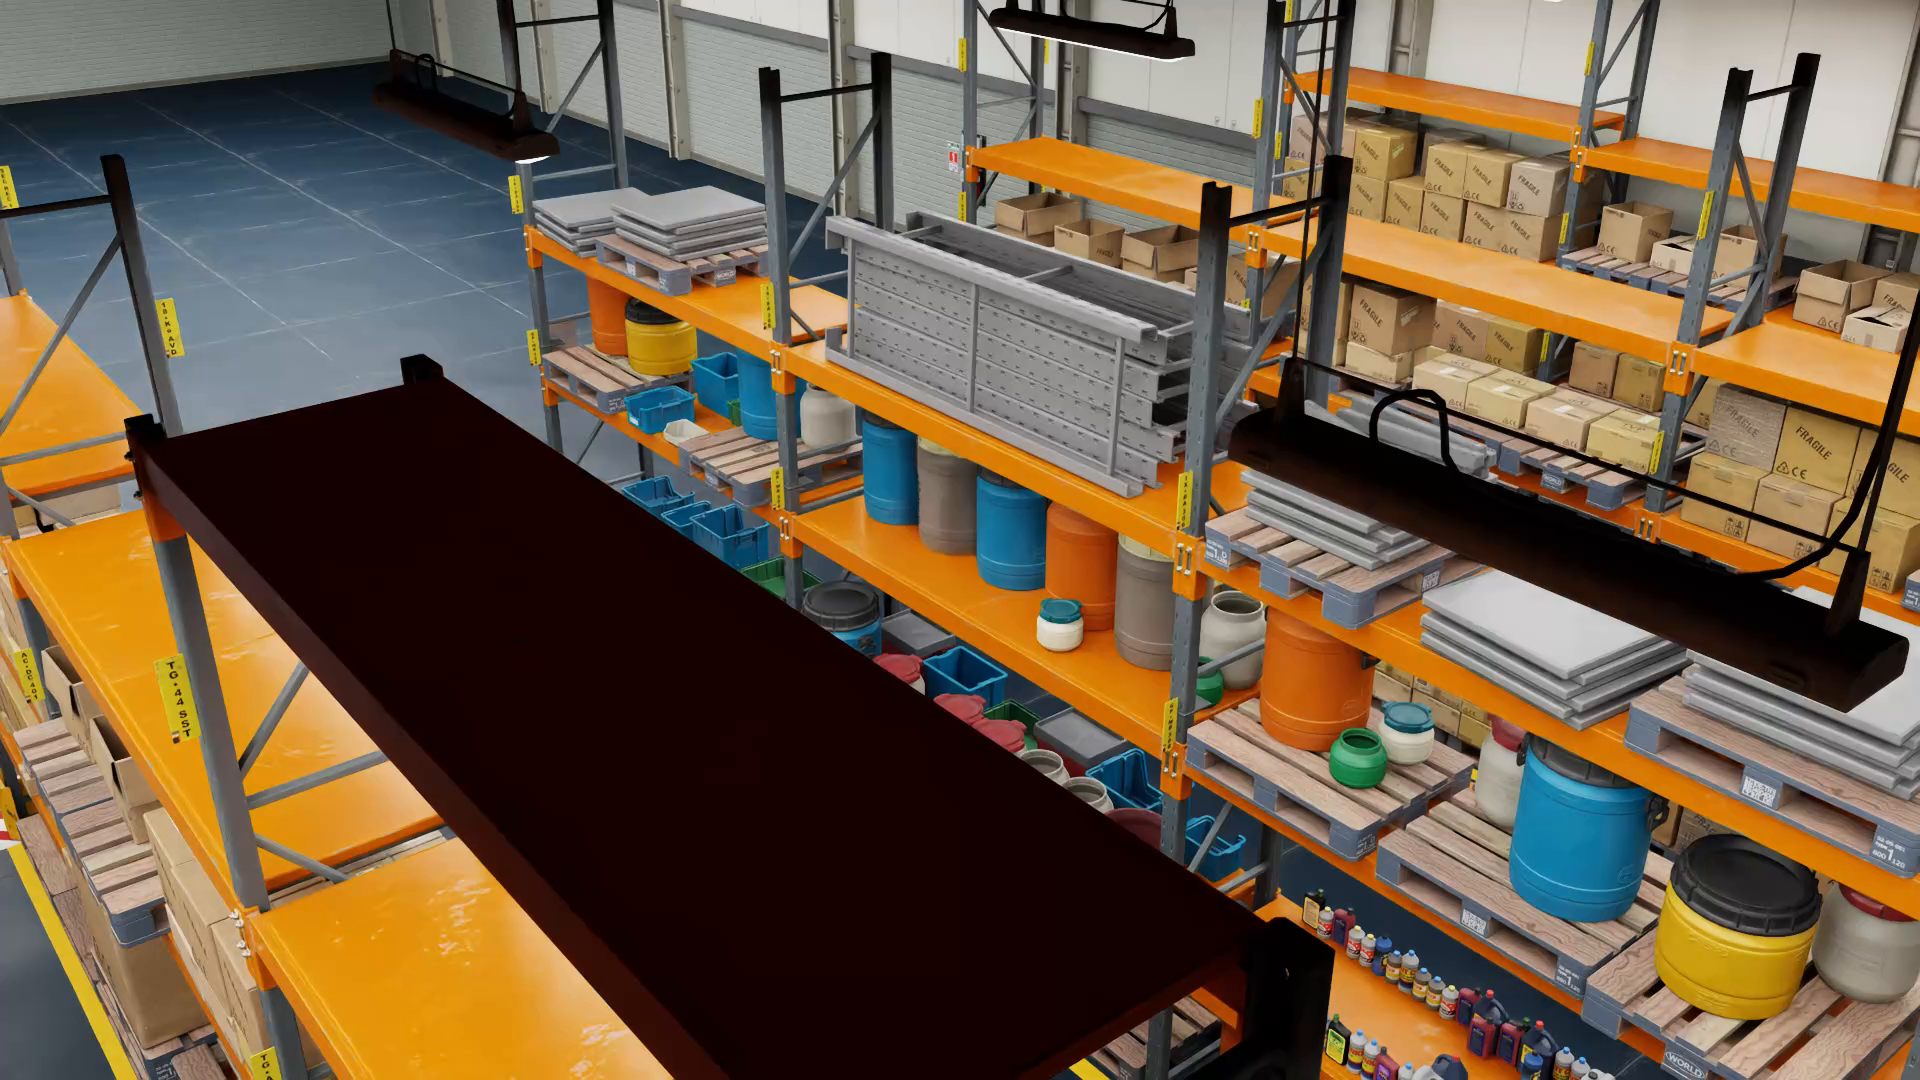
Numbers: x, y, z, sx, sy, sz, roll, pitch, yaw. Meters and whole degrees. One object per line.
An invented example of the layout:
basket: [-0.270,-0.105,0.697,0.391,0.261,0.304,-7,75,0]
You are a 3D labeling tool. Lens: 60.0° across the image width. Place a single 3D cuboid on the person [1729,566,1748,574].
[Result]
person: [6.627,0.916,14.432,0.522,1.667,1.069,-17,31,-32]
